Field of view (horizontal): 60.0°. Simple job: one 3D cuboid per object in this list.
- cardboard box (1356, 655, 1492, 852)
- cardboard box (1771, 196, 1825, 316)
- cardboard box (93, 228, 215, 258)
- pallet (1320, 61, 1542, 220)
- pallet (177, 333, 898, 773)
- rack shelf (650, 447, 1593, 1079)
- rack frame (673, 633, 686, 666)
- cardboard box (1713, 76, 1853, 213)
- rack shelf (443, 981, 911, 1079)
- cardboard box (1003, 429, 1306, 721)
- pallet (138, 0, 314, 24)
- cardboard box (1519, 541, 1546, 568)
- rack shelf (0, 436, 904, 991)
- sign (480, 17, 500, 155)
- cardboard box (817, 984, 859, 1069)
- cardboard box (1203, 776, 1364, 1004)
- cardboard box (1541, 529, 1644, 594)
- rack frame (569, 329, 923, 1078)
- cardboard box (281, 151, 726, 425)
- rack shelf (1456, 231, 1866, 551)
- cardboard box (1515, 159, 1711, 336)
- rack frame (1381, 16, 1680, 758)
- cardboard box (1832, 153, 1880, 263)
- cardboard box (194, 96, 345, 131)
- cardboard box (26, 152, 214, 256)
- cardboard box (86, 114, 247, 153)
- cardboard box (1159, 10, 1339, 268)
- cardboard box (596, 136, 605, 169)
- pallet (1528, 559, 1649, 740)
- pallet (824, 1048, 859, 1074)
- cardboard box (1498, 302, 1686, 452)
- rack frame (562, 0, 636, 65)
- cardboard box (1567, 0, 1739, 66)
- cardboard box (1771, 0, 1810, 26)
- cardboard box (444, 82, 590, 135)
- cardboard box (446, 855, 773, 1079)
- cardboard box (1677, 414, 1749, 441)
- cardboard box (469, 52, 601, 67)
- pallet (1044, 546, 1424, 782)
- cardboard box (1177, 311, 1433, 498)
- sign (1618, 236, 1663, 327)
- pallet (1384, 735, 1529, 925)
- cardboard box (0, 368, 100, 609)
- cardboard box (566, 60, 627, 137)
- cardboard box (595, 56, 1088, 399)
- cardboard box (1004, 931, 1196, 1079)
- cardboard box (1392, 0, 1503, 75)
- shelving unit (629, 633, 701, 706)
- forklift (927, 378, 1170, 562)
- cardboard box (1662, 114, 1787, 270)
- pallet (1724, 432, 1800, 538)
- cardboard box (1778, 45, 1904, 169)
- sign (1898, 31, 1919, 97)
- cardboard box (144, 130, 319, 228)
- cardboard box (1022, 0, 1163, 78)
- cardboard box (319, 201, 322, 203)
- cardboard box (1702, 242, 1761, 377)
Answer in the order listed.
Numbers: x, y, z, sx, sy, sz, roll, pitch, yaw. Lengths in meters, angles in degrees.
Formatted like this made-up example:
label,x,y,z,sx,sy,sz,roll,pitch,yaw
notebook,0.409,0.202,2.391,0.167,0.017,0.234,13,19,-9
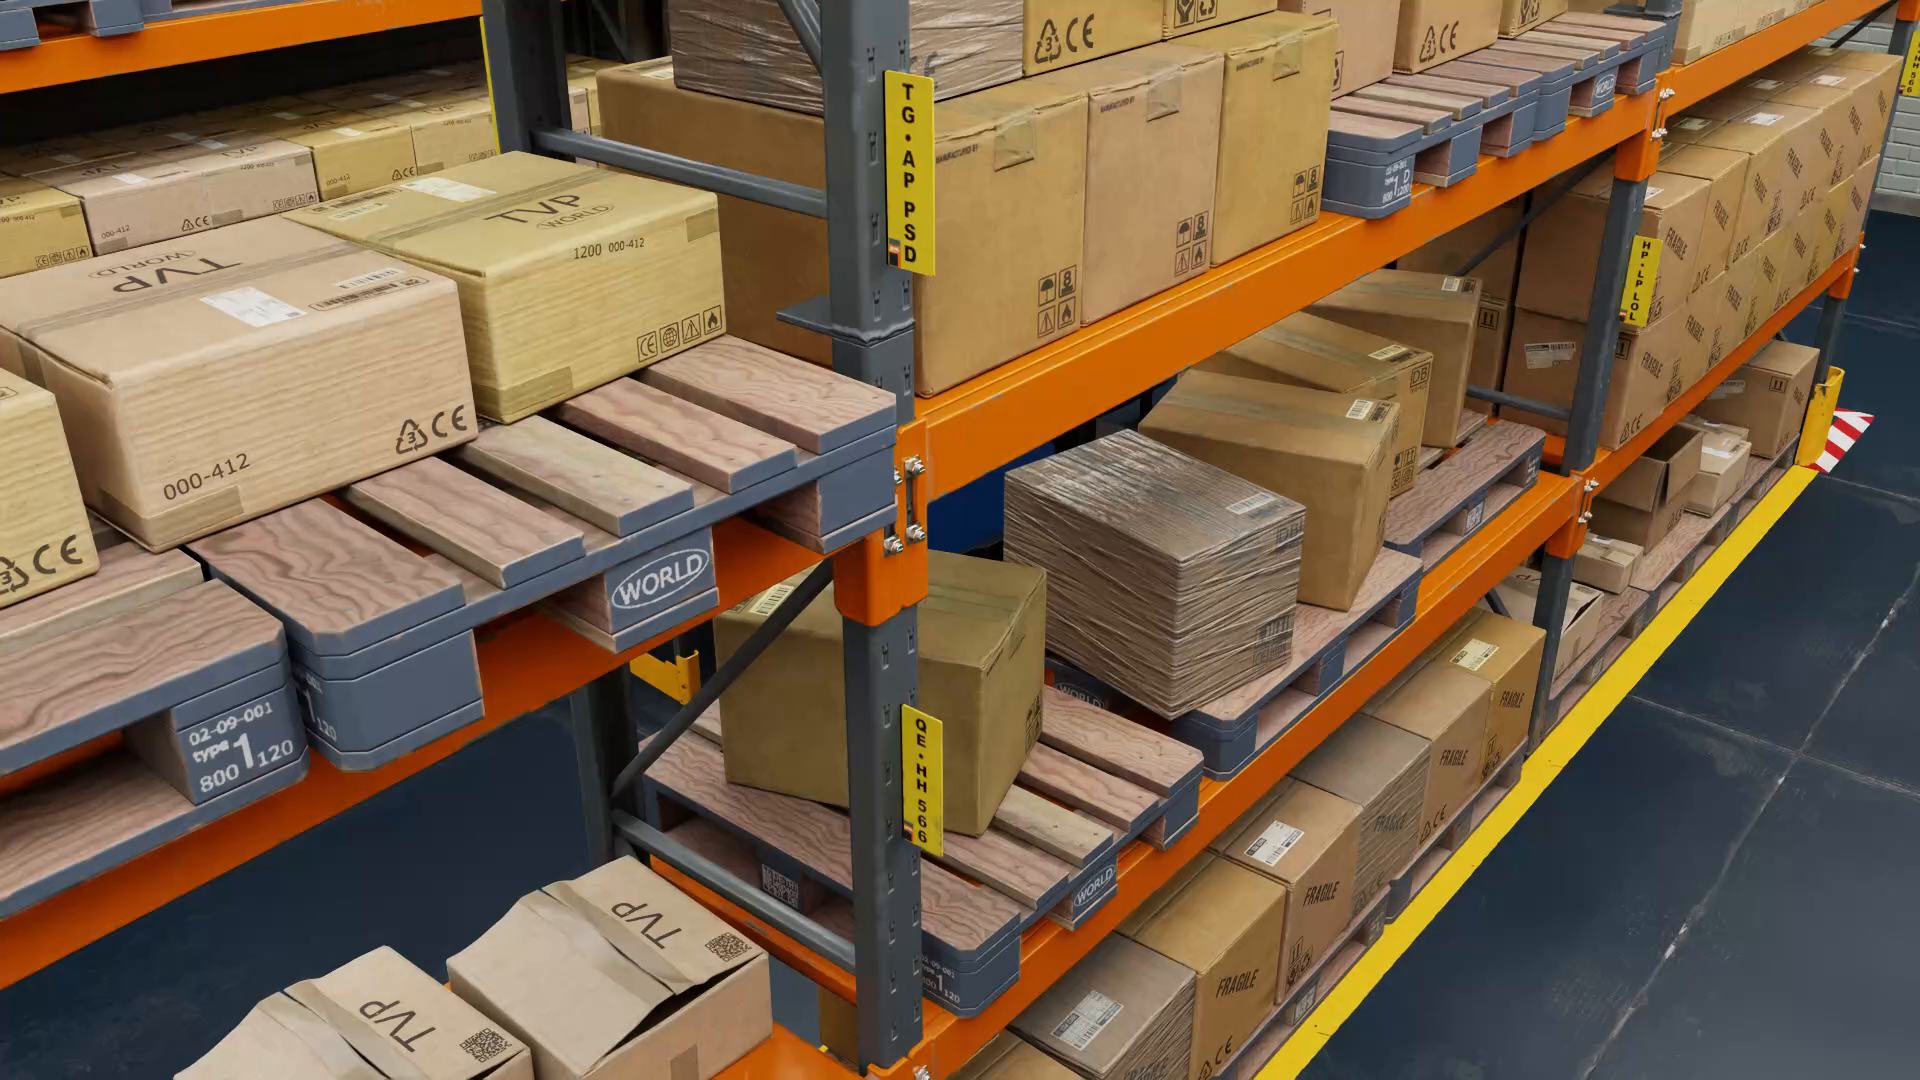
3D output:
label,x,y,z,sx,sy,sz,roll,pitch,yaw
cardboard box,1.626,0.761,6.255,0.500,0.500,0.500,21,34,35
cardboard box,3.861,-1.449,8.178,0.500,0.500,0.500,21,34,35
cardboard box,-3.482,-1.079,7.117,0.500,0.500,0.500,22,35,36
pallet,0.914,-1.255,4.851,1.213,0.211,1.003,21,34,34
pallet,-0.867,-0.149,2.714,1.213,0.211,1.003,23,35,37
rack shelf,0.768,0.444,5.411,1.077,0.370,4.000,21,34,34
rack frame,-1.387,-0.025,7.166,0.500,1.500,0.032,24,36,38
cardboard box,3.866,-1.889,7.940,0.500,0.500,0.500,22,34,36
rack shelf,-1.776,1.862,2.670,1.077,0.370,4.000,21,34,34
cardboard box,0.538,0.078,4.770,0.500,0.500,0.700,-21,34,-34
pallet,-3.251,-2.503,7.265,1.003,0.211,1.213,23,35,37
cardboard box,2.661,-0.137,8.198,0.500,0.311,0.500,21,34,34
rack shelf,-1.776,0.529,1.980,1.077,0.370,4.000,21,34,34
sign,-0.922,-0.888,3.375,0.100,0.325,0.005,21,34,34
cardboard box,-0.091,1.348,5.122,0.500,0.500,0.500,22,35,36
cardboard box,0.985,1.120,5.562,0.500,0.500,0.500,19,33,33
cardboard box,3.016,0.083,7.930,0.380,0.166,0.250,21,34,34
rack frame,-0.504,0.833,3.875,1.000,3.000,0.127,21,34,34
cardboard box,-0.749,-0.442,2.781,0.500,0.250,0.500,18,32,31
rack shelf,3.312,-0.975,8.152,1.077,0.370,4.000,21,34,34
cardboard box,2.557,-1.158,6.528,0.500,0.500,0.500,22,34,36
rack frame,2.040,-0.585,6.616,1.000,3.000,0.127,21,34,34
cardboard box,4.509,-1.809,8.874,0.500,0.500,0.500,22,35,36
cardboard box,-3.256,-1.913,7.912,0.500,0.250,0.500,20,33,33
cardboard box,-3.500,-1.408,6.937,0.500,0.250,0.500,20,34,34
cardboard box,-3.580,-1.732,7.563,0.500,0.250,0.500,20,33,33
cardboard box,0.402,-1.073,4.187,0.910,0.500,0.500,21,34,34
cardboard box,-1.884,-1.980,8.858,0.500,0.500,0.500,20,33,34
pallet,2.478,0.410,7.727,1.003,0.211,1.213,21,34,34
pallet,0.000,1.818,5.006,1.003,0.211,1.213,21,34,34
cardboard box,2.574,-0.731,6.789,0.500,0.500,0.500,22,34,36
rack frame,-1.785,-2.032,9.412,1.000,3.000,0.127,21,34,34
cardboard box,2.540,-1.951,6.155,0.500,0.250,0.500,21,34,34
cardboard box,3.180,-2.304,6.837,0.500,0.250,0.500,21,34,34
cardboard box,-2.217,-2.131,8.335,0.500,0.250,0.500,22,34,35
cardboard box,-0.769,0.989,3.671,0.500,0.311,0.500,23,35,37
cardboard box,4.101,-0.558,9.169,0.380,0.166,0.250,21,34,34
cardboard box,-2.278,-2.463,8.976,0.500,0.250,0.500,22,35,36
pallet,0.729,0.228,5.255,1.003,0.211,1.213,21,34,34
cardboard box,1.178,-0.451,5.792,0.500,0.500,0.700,-22,35,-36
sign,2.470,-0.938,6.039,0.100,0.325,0.005,21,34,34
pallet,1.552,0.953,6.678,1.003,0.211,1.213,21,34,34
cardboard box,-1.442,-0.051,2.026,0.500,0.250,0.500,20,33,33
cardboard box,-1.885,-2.310,8.680,0.500,0.250,0.500,22,34,36
cardboard box,-0.253,-0.708,3.481,0.910,0.500,0.500,21,34,34
cardboard box,0.334,1.483,4.861,0.500,0.500,0.500,19,33,33
cardboard box,1.255,-1.792,5.010,0.600,0.600,0.600,20,34,34
shelving unit,-1.029,-0.197,7.498,0.587,1.500,1.083,24,36,38
forklift,0.437,-1.510,8.479,1.130,2.935,3.031,24,36,38
cardboard box,3.212,-1.524,7.234,0.500,0.500,0.500,20,33,33
pallet,4.030,-0.455,9.400,1.003,0.211,1.213,21,34,34
cardboard box,4.513,-2.254,8.645,0.500,0.500,0.500,20,34,34
sign,5.000,-2.489,8.692,0.100,0.325,0.005,21,34,34
cardboard box,-3.185,-1.587,7.282,0.500,0.250,0.500,21,34,35
cardboard box,0.102,-1.321,3.578,0.500,0.500,0.500,21,34,34
cardboard box,-2.841,-1.442,7.818,0.500,0.500,0.500,22,34,36
cardboard box,3.218,-1.090,7.483,0.500,0.500,0.500,21,34,34
